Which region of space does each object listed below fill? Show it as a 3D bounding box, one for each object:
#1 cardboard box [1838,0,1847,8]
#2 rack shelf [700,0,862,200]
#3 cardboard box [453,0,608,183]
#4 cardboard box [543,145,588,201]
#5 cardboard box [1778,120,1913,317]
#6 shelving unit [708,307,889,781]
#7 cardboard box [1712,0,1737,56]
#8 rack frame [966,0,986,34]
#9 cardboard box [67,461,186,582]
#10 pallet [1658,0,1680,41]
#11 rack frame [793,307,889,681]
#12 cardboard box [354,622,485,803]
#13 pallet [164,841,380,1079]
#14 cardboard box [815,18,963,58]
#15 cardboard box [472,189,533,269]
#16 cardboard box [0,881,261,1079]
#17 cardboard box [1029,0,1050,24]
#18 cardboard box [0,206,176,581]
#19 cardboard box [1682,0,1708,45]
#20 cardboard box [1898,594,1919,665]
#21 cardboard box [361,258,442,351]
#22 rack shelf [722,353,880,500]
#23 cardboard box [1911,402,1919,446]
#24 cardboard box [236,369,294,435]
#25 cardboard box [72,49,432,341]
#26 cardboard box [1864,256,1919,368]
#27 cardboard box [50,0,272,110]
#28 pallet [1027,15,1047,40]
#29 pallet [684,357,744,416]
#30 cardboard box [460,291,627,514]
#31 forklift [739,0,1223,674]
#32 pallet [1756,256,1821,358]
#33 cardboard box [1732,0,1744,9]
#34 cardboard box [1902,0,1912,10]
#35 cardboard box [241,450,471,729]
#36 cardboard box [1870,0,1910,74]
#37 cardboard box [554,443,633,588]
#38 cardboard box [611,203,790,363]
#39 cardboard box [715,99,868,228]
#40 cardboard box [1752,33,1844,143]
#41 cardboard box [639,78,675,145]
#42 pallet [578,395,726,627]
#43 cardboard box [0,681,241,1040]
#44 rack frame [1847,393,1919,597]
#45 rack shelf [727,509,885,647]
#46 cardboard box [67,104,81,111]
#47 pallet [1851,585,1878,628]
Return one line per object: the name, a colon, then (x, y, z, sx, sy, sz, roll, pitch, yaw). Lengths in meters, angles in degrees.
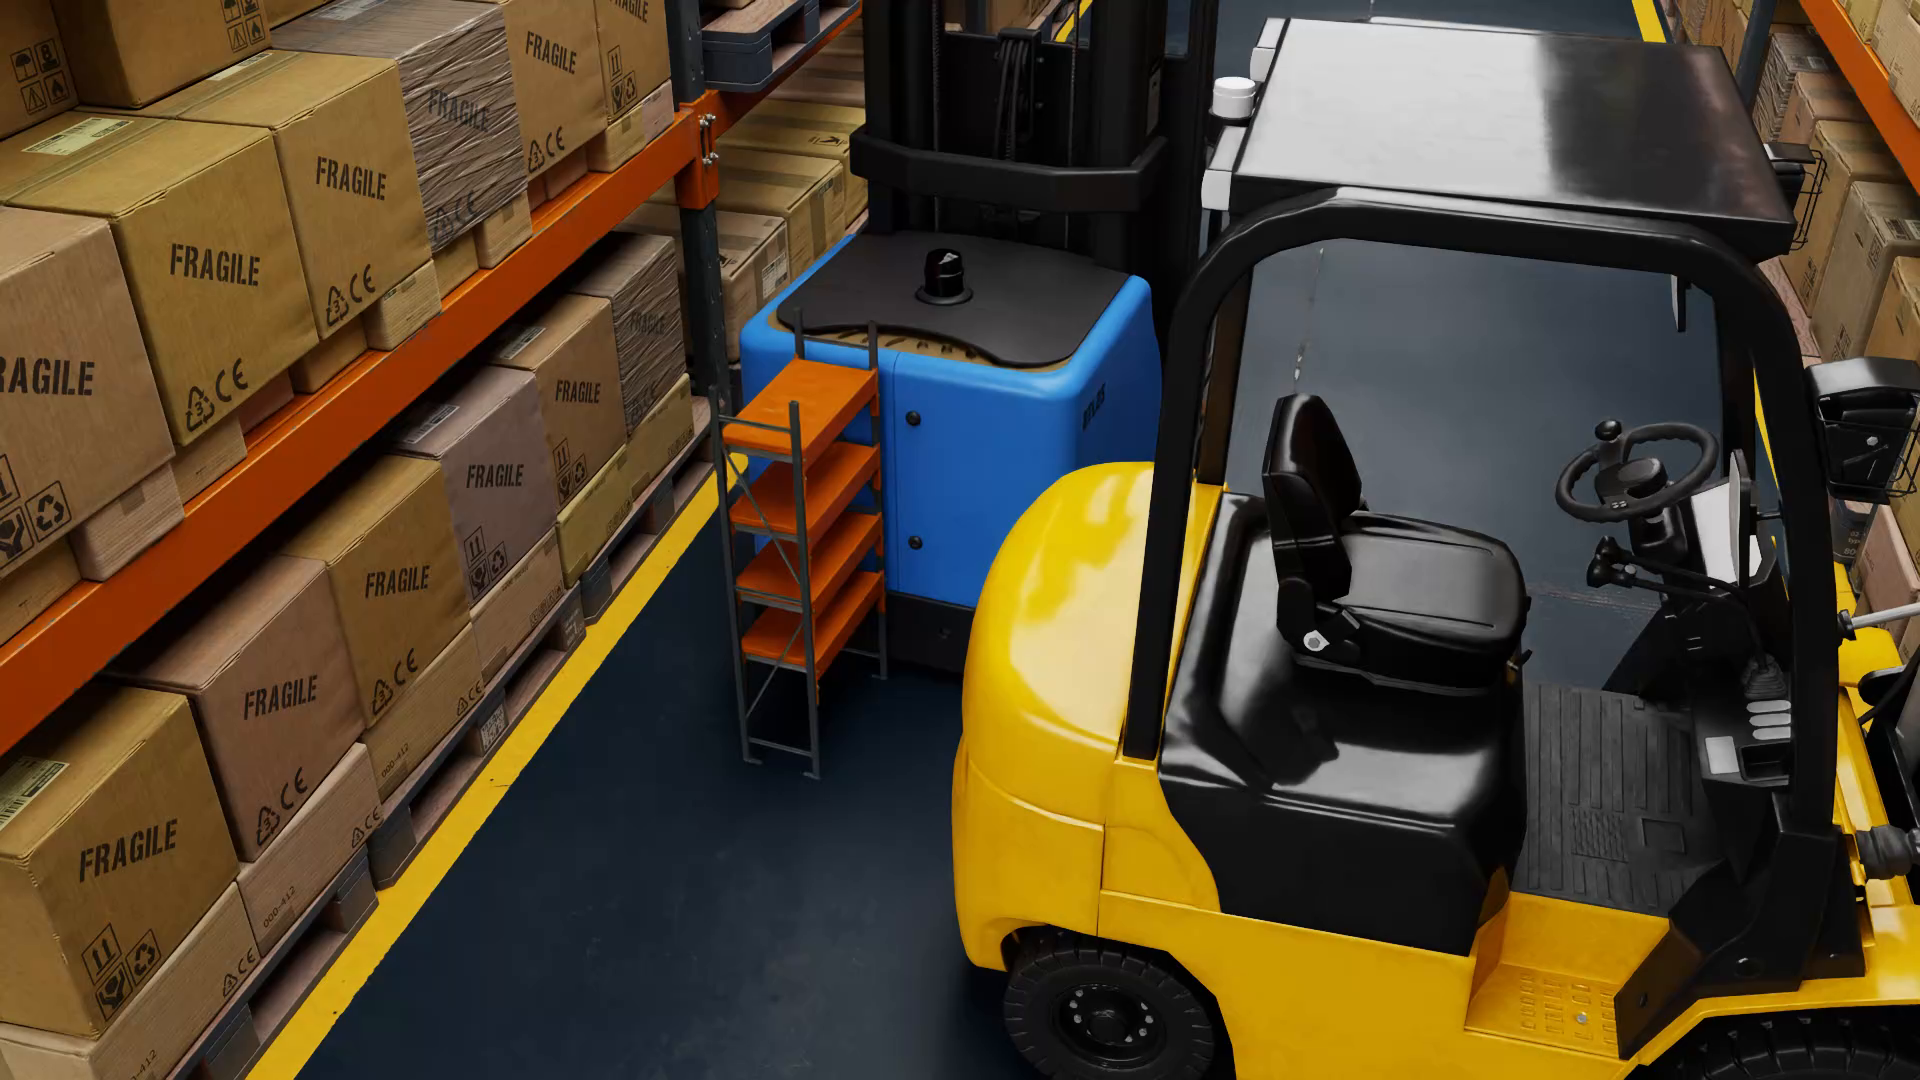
cardboard box: (3.844, -2.331, 6.761, 0.500, 0.250, 0.500, 7, 33, 11)
rack shelf: (-0.860, -2.452, 7.482, 1.077, 0.370, 4.000, 8, 33, 12)
cardboard box: (-1.364, -1.353, 4.712, 0.500, 0.500, 0.500, 9, 34, 14)
cardboard box: (-1.353, -1.149, 4.995, 0.380, 0.149, 0.250, 8, 33, 13)
cardboard box: (3.949, -1.284, 6.795, 0.875, 0.625, 0.625, 7, 33, 10)
shelving unit: (-0.420, 0.024, 4.591, 0.258, 1.200, 0.503, 11, 35, 17)
cardboard box: (4.486, -2.749, 9.217, 0.500, 0.500, 0.500, 8, 33, 12)
rack frame: (-0.353, -3.794, 8.922, 1.000, 3.000, 0.127, 8, 33, 12)
cardboard box: (-1.791, -0.069, 3.298, 0.380, 0.149, 0.250, 9, 33, 13)
pallet: (5.295, -3.592, 11.203, 1.003, 0.211, 1.213, 8, 33, 12)
rack frame: (-0.335, -0.100, 4.782, 0.240, 1.200, 0.015, 11, 35, 17)
cardboard box: (-1.647, 0.411, 4.479, 0.500, 0.250, 0.500, 10, 34, 16)
pallet: (-2.123, 1.078, 3.857, 1.003, 0.211, 1.213, 8, 33, 12)
cardboard box: (-0.506, -2.570, 9.055, 0.950, 0.372, 0.625, 6, 33, 9)
cardboard box: (-1.409, -0.876, 4.566, 0.380, 0.149, 0.250, 8, 33, 12)
cardboard box: (-1.911, 0.960, 3.616, 0.500, 0.250, 0.500, 8, 33, 12)
cardboard box: (0.134, -3.884, 10.652, 0.875, 0.875, 0.875, 8, 33, 13)
cardboard box: (-1.866, -0.287, 3.036, 0.500, 0.500, 0.500, 9, 34, 14)
cardboard box: (4.730, -3.293, 10.073, 0.500, 0.500, 0.500, 7, 33, 11)
cardboard box: (2.878, 0.410, 4.480, 0.500, 0.250, 0.500, 7, 33, 11)
cardboard box: (-1.533, -0.609, 4.146, 0.380, 0.149, 0.250, 8, 33, 13)
rack shelf: (-0.421, -0.306, 4.377, 0.258, 0.148, 0.480, 11, 35, 17)
cardboard box: (3.008, -0.275, 4.626, 0.500, 0.250, 0.500, 8, 33, 12)
cardboard box: (-1.749, -0.354, 3.745, 0.380, 0.149, 0.250, 9, 34, 14)
cardboard box: (-1.617, -0.817, 3.869, 0.500, 0.500, 0.500, 7, 33, 11)
cardboard box: (3.556, -0.492, 5.549, 0.875, 0.625, 0.625, 9, 34, 15)
cardboard box: (-2.038, -1.307, 3.708, 0.700, 0.500, 0.500, 8, 33, 12)
pallet: (-0.080, -3.016, 10.297, 1.003, 0.211, 1.213, 8, 33, 12)
pallet: (-1.171, -0.946, 7.041, 1.003, 0.211, 1.213, 8, 33, 12)
cardboard box: (-1.386, -0.444, 5.125, 0.500, 0.500, 0.500, 9, 33, 13)
forklift: (0.347, -1.575, 5.495, 1.130, 2.935, 3.031, 11, 34, 17)
pallet: (3.891, -0.890, 6.954, 1.003, 0.211, 1.213, 8, 33, 12)
cardboard box: (4.369, -2.953, 8.933, 0.380, 0.149, 0.250, 6, 33, 10)
cardboard box: (3.571, -2.014, 5.796, 0.500, 0.250, 0.500, 9, 33, 13)
cardboard box: (-1.641, 0.100, 4.270, 0.500, 0.500, 0.500, 9, 33, 13)
cardboard box: (3.587, -1.793, 5.915, 0.500, 0.250, 0.500, 8, 33, 13)
cardboard box: (-1.383, -0.114, 5.305, 0.500, 0.250, 0.500, 7, 33, 11)
cardboard box: (-1.237, -1.059, 6.678, 0.950, 0.372, 0.625, 8, 33, 13)
cardboard box: (-0.883, -1.793, 7.833, 0.950, 0.372, 0.625, 9, 34, 14)
cardboard box: (4.278, -1.973, 7.880, 0.875, 0.625, 0.625, 9, 34, 14)
cardboard box: (-1.154, -1.404, 5.396, 0.380, 0.149, 0.250, 8, 33, 12)
pallet: (-1.504, -0.188, 5.849, 1.003, 0.211, 1.213, 8, 33, 12)
cardboard box: (-1.905, 0.631, 3.434, 0.500, 0.500, 0.500, 7, 33, 11)
rack frame: (3.435, -1.044, 4.597, 1.000, 3.000, 0.127, 8, 33, 12)
rack shelf: (-0.420, 0.080, 4.627, 0.258, 0.148, 0.480, 11, 35, 17)
cardboard box: (-2.103, -0.908, 4.012, 0.500, 0.500, 0.500, 8, 33, 13)
pallet: (3.192, 0.539, 4.705, 1.003, 0.211, 1.213, 8, 33, 12)
